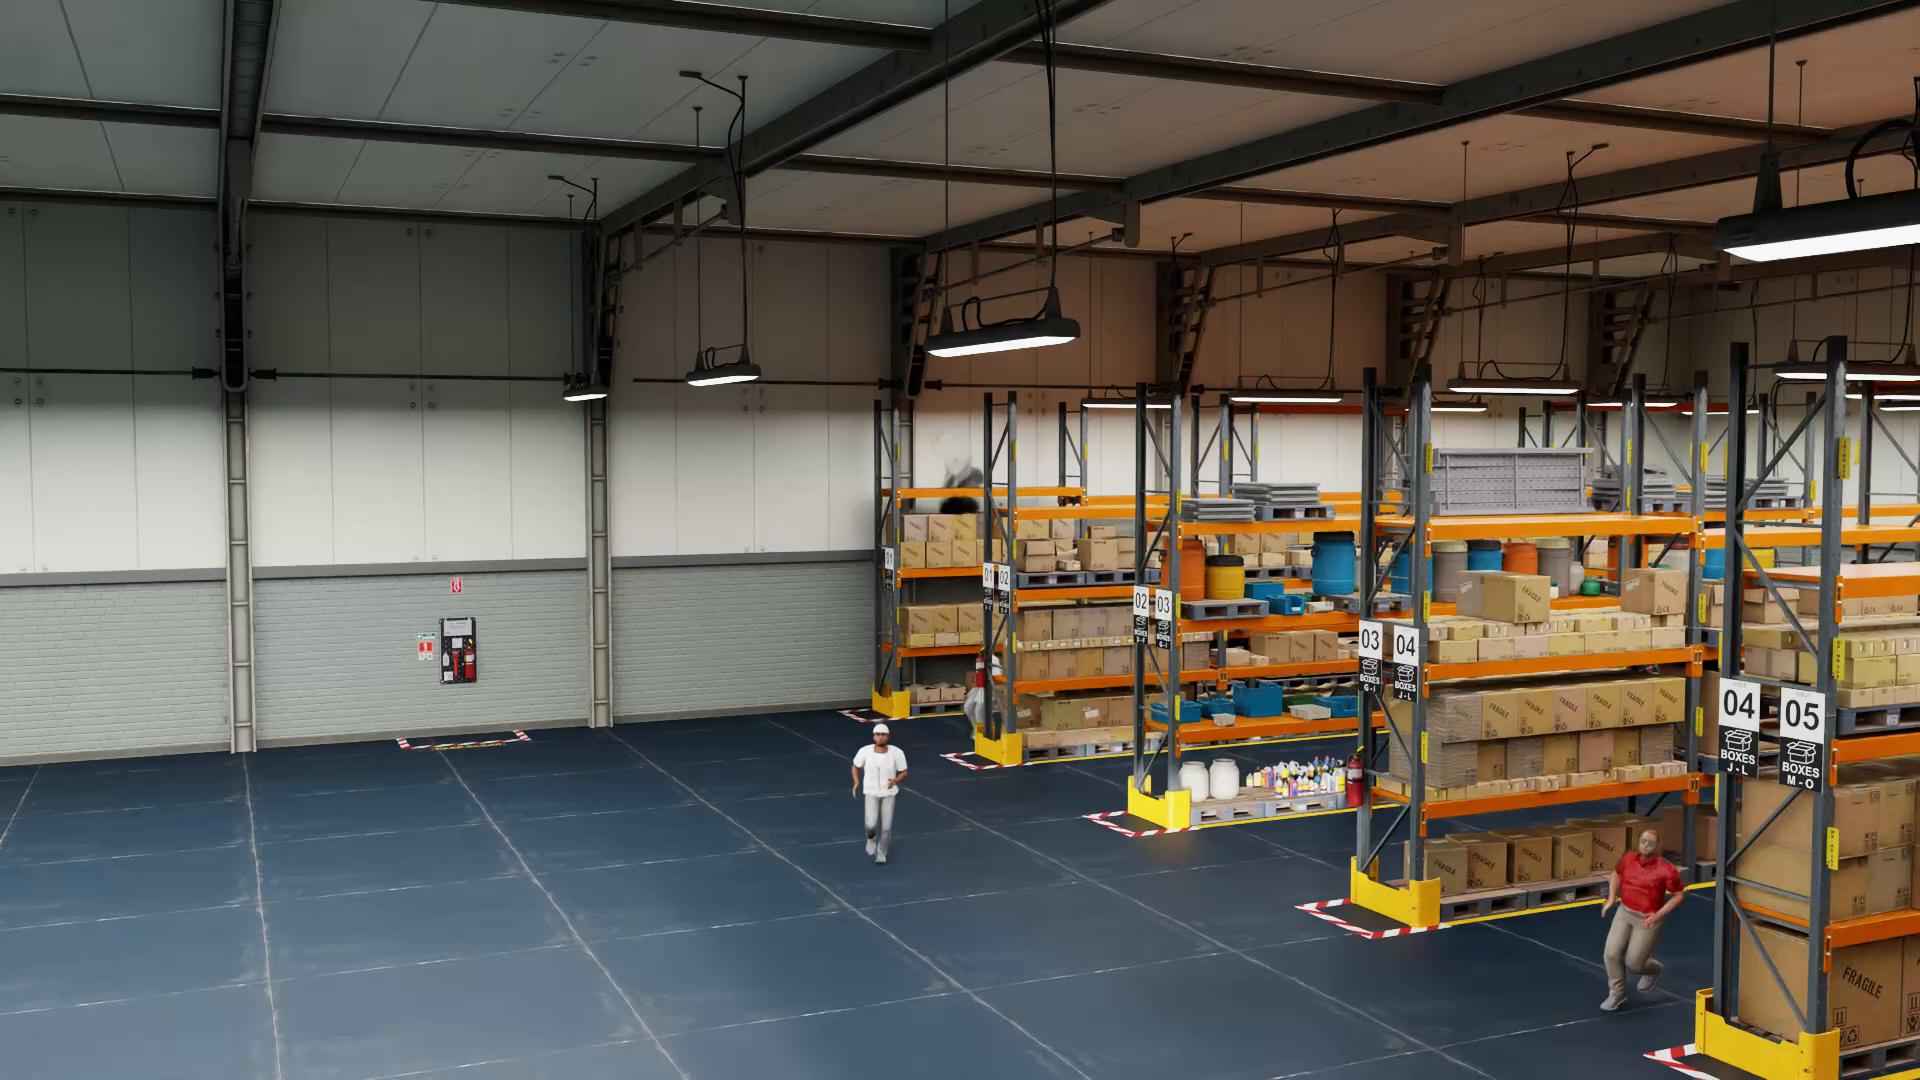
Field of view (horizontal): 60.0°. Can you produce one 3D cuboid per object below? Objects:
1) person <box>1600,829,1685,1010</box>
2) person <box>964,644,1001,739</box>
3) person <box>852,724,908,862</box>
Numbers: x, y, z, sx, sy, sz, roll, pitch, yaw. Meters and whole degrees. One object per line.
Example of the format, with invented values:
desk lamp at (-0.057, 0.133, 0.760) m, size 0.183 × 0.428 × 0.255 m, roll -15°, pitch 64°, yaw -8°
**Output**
person at (6.253, 3.469, 15.183) m, size 0.664 × 1.703 × 0.701 m, roll -3°, pitch 4°, yaw -37°
person at (0.393, 2.626, 28.968) m, size 0.629 × 1.743 × 0.702 m, roll -2°, pitch 4°, yaw -30°
person at (-0.984, 3.110, 20.355) m, size 0.691 × 1.719 × 0.584 m, roll 0°, pitch 3°, yaw -2°
